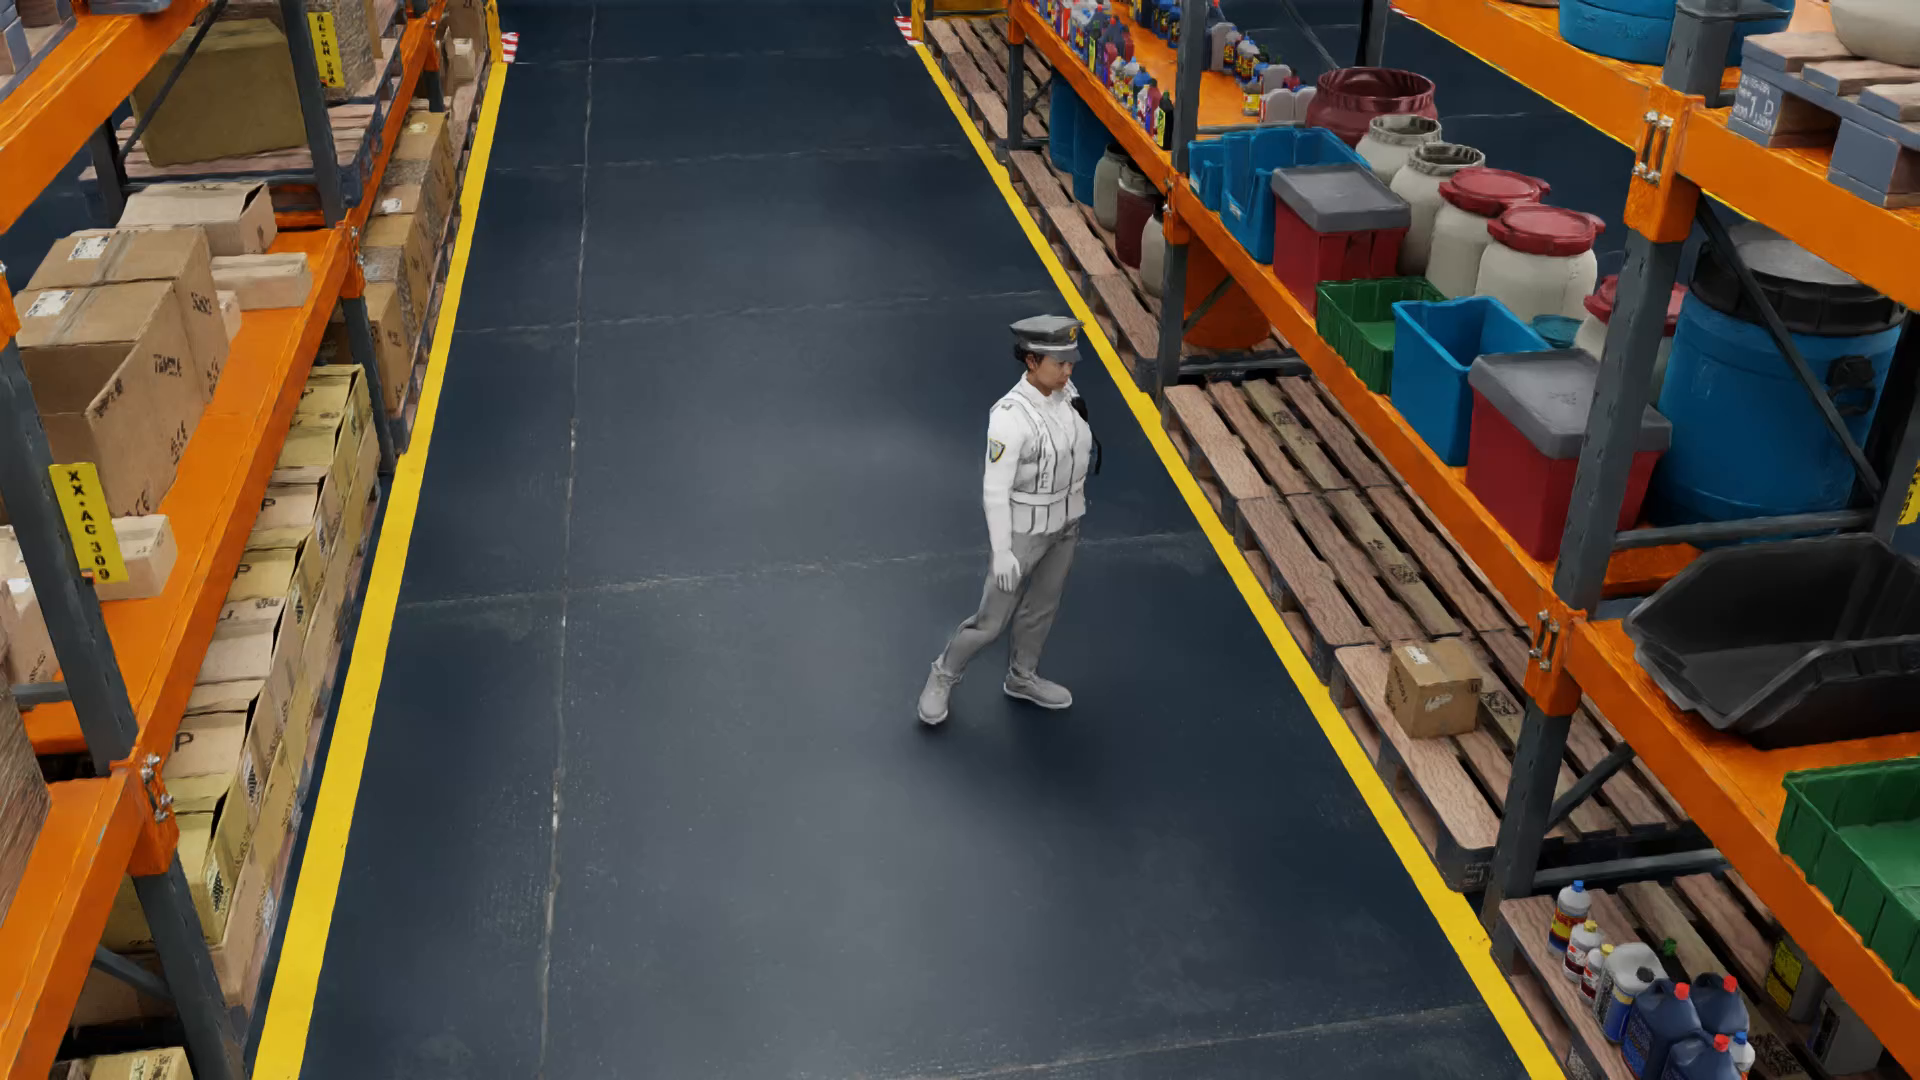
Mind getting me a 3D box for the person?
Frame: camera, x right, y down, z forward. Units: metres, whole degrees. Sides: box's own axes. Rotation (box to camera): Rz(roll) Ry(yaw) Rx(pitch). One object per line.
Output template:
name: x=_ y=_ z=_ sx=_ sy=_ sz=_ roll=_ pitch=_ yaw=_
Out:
person: x=0.163 y=-0.049 z=6.204 sx=0.492 sy=1.667 sz=0.673 roll=25 pitch=39 yaw=36
